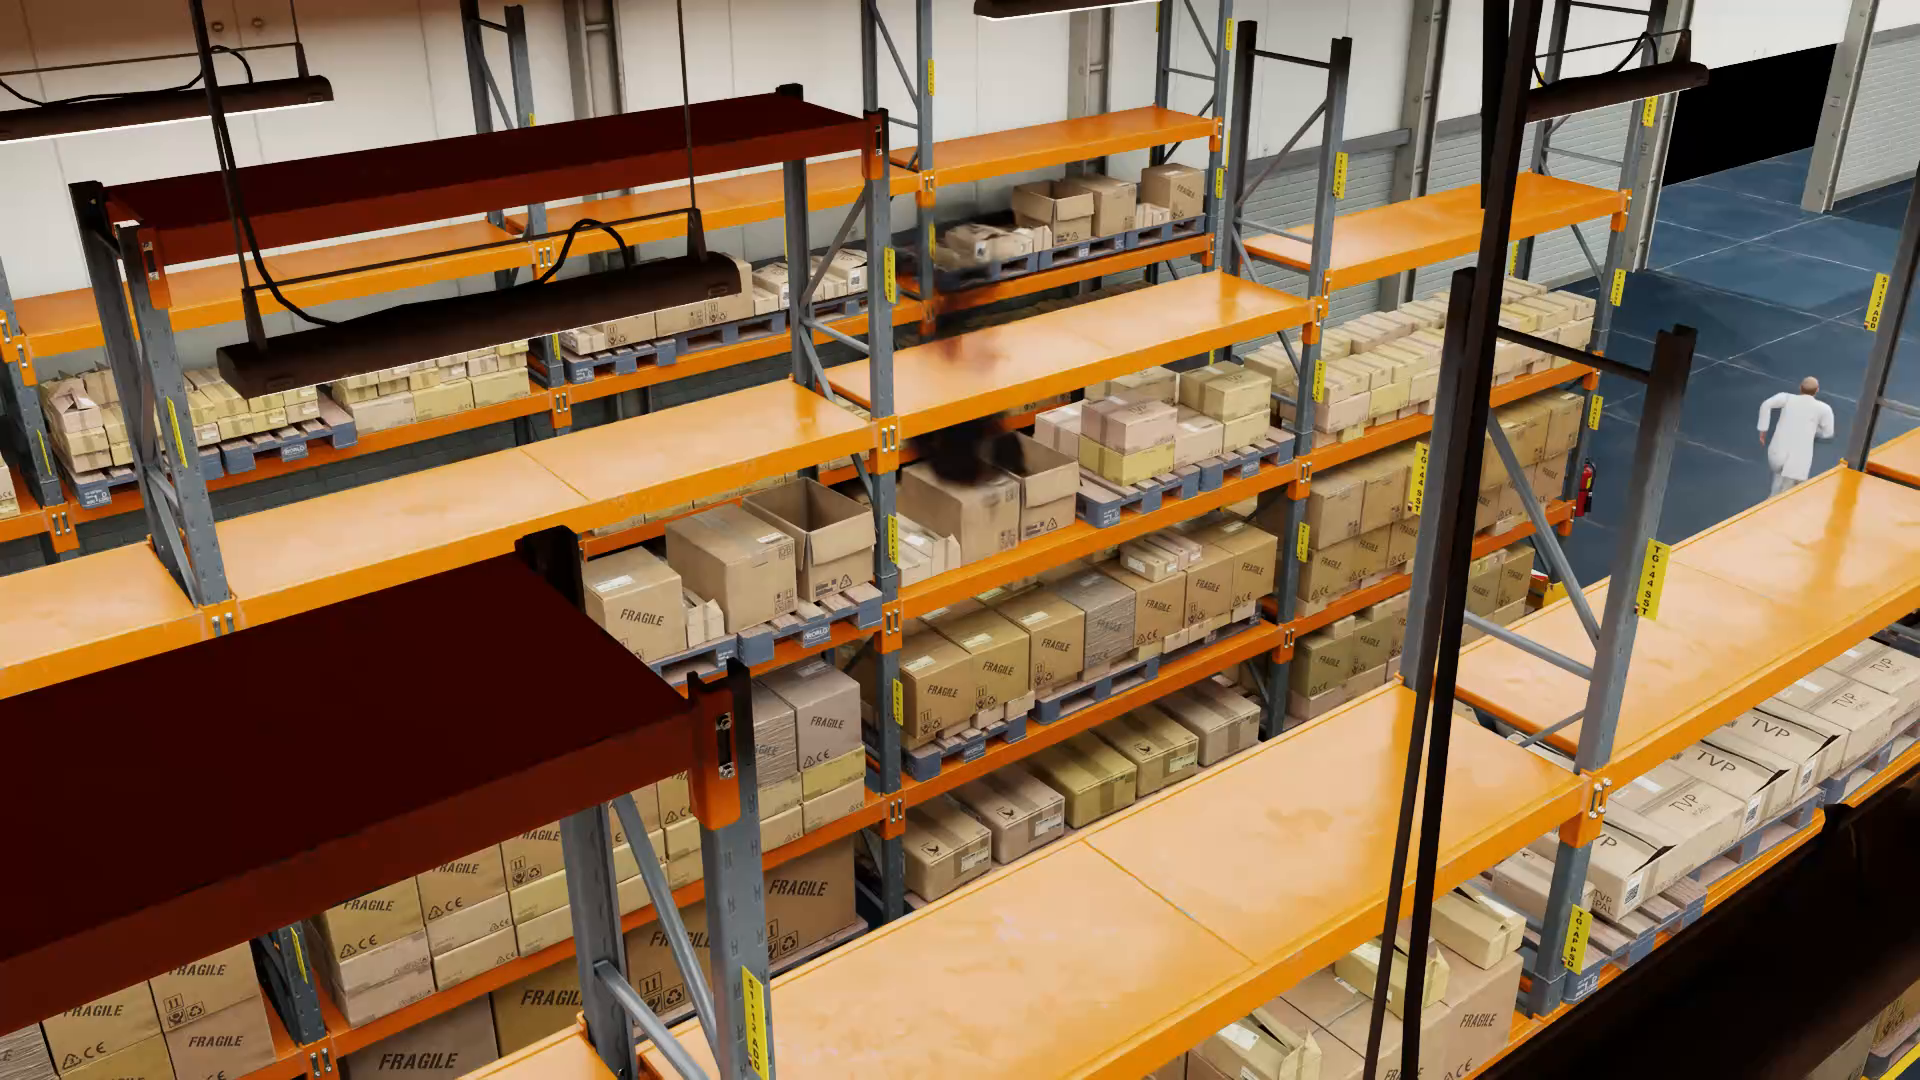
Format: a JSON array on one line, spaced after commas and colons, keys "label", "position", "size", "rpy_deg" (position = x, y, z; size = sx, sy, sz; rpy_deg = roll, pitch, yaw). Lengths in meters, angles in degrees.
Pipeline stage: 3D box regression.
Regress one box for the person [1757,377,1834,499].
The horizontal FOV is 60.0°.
[{"label": "person", "position": [8.955, -0.847, 18.011], "size": [0.752, 1.730, 1.073], "rpy_deg": [15, 30, 29]}]
